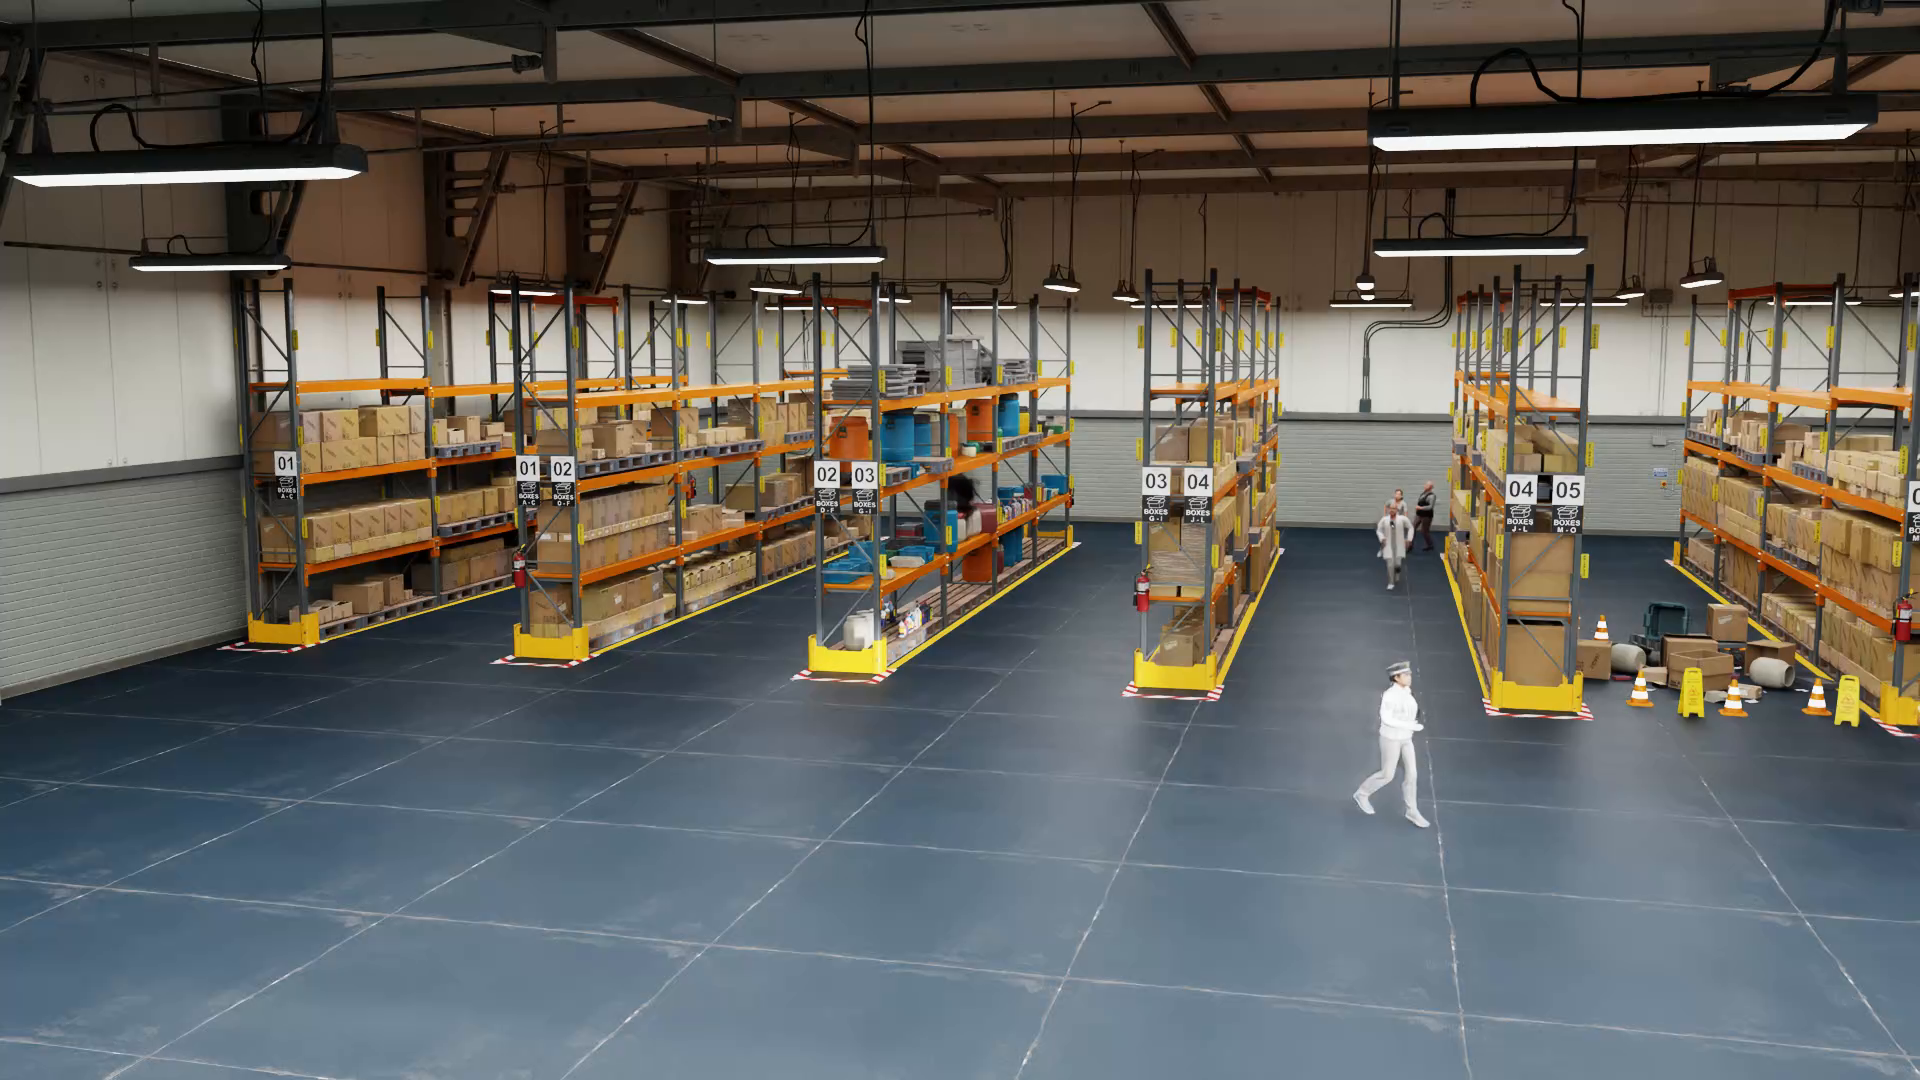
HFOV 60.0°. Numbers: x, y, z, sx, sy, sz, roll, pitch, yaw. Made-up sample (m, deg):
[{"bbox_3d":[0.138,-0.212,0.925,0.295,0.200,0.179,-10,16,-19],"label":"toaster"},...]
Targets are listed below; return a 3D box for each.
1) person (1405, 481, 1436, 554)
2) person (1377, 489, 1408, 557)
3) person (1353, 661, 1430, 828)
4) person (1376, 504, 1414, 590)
[{"bbox_3d":[10.880,-0.521,38.981,0.815,1.713,0.648,-3,7,-21],"label":"person"},{"bbox_3d":[9.901,-0.363,38.054,0.657,1.604,0.590,2,7,19],"label":"person"},{"bbox_3d":[4.527,2.092,17.331,0.824,1.723,0.630,6,9,43],"label":"person"},{"bbox_3d":[8.738,0.139,33.473,0.728,1.729,0.704,3,7,21],"label":"person"}]
